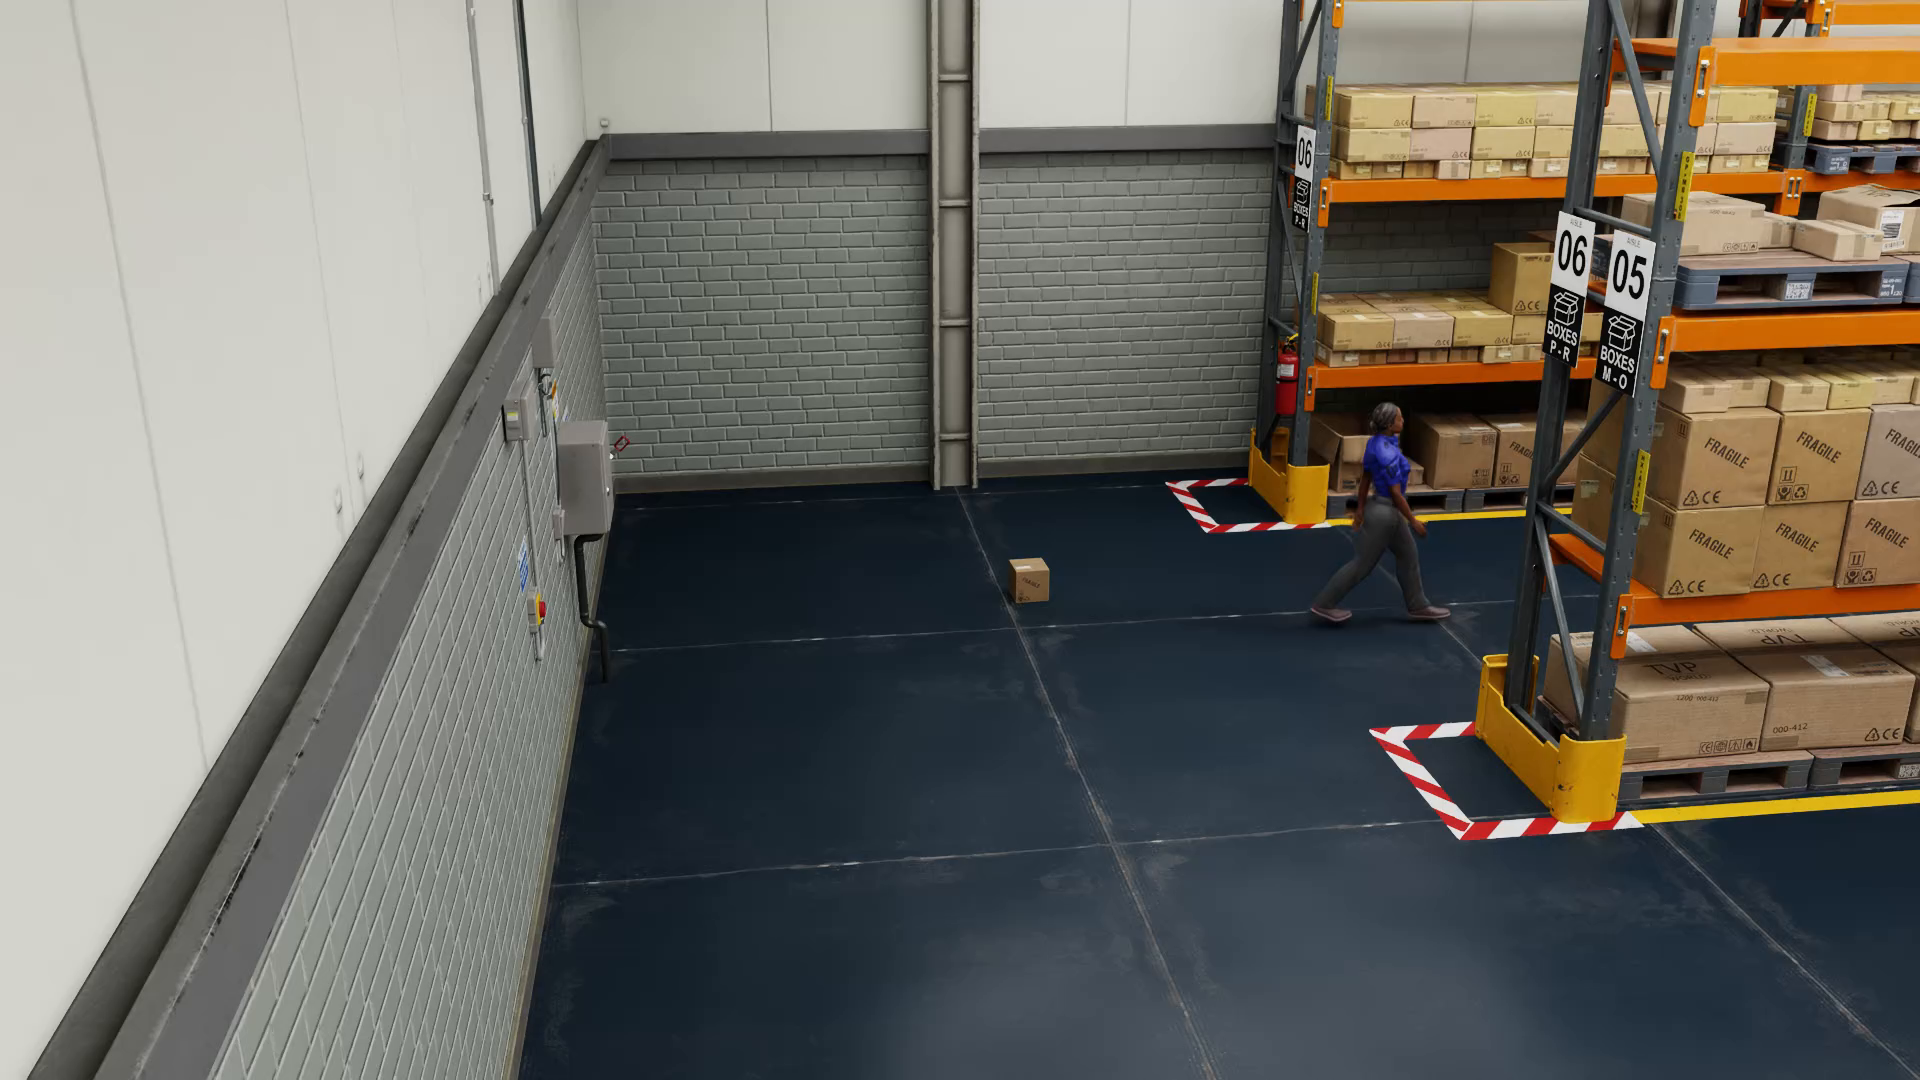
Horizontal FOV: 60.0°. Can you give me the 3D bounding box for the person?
[{"bbox_3d":[2.988,-0.177,11.551,0.991,1.593,0.442,3,20,8],"label":"person"}]
